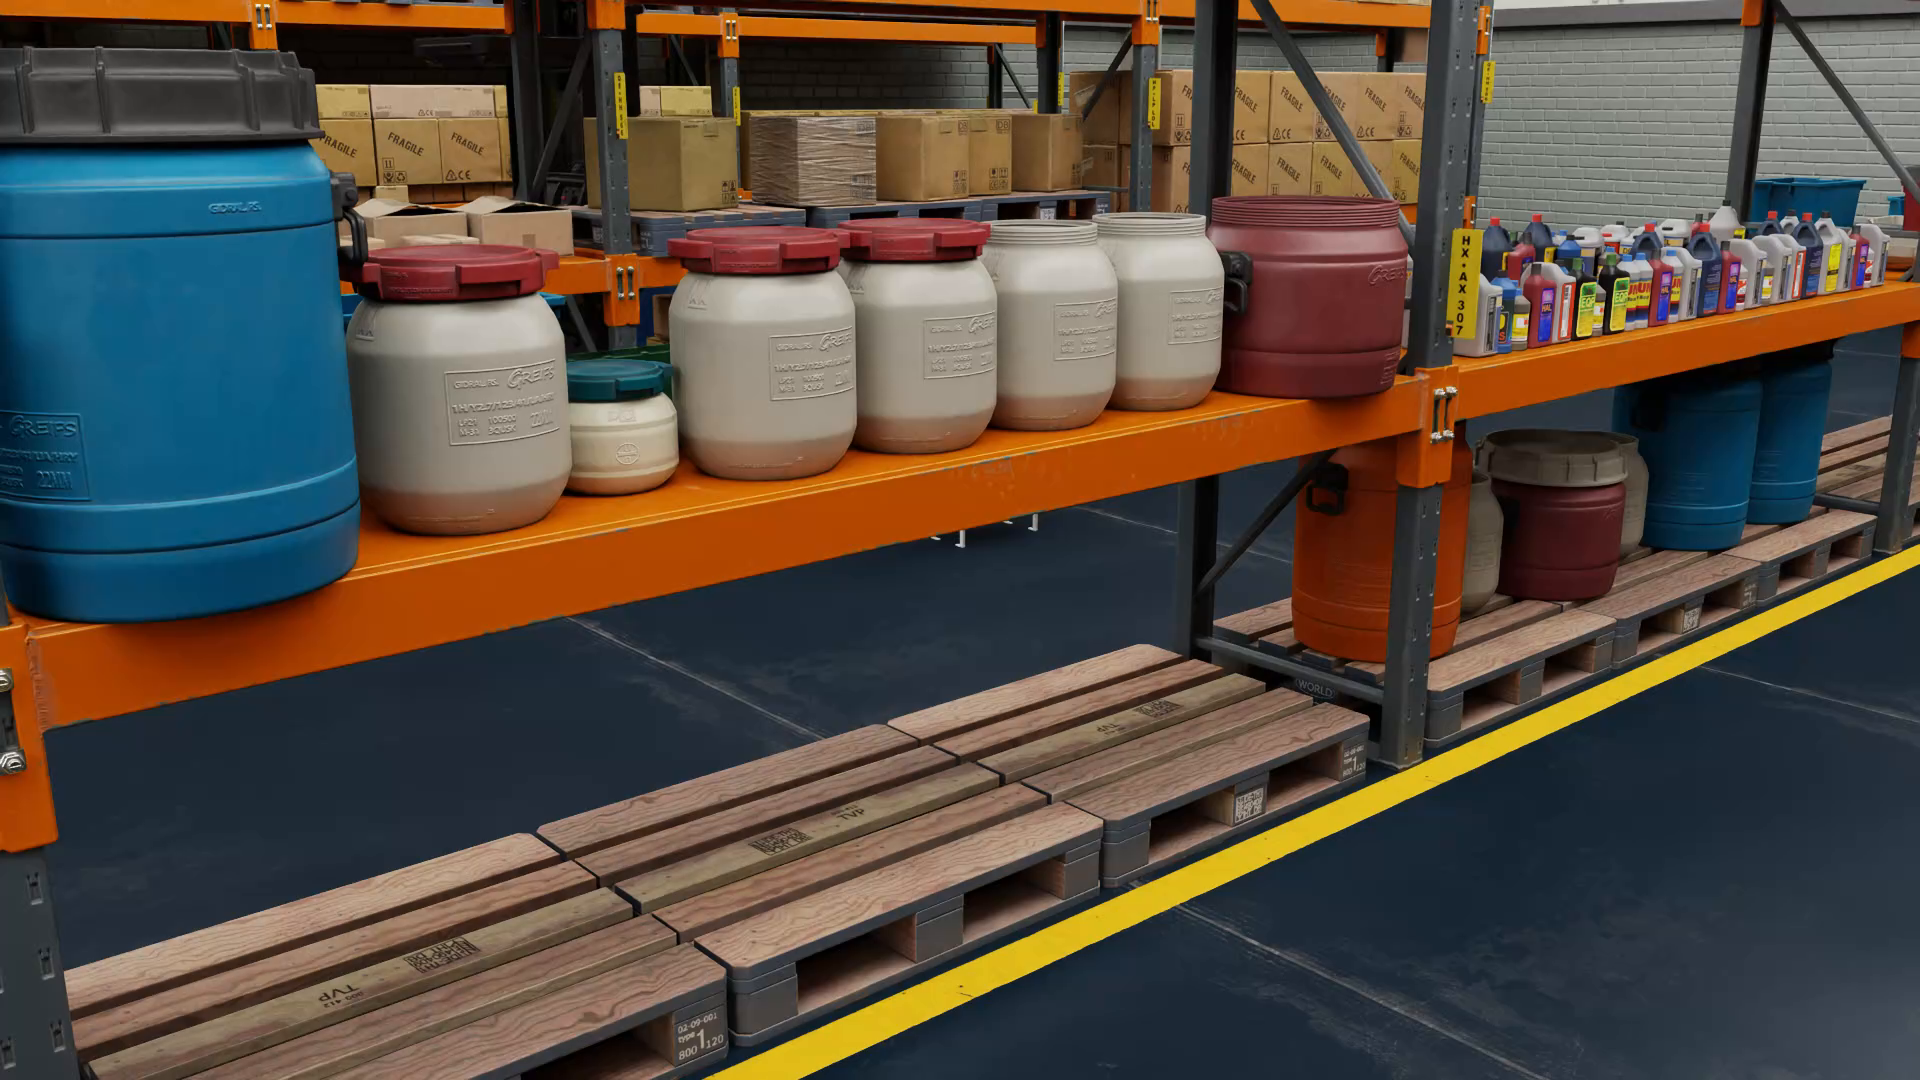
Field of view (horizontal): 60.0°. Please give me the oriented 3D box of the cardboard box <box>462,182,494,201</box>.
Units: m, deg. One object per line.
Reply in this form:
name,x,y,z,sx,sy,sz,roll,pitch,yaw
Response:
cardboard box,-3.999,-2.850,13.555,0.250,0.149,0.380,-12,19,-39

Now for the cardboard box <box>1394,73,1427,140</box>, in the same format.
cardboard box,3.402,-3.436,13.168,0.500,0.500,0.500,-12,19,-38

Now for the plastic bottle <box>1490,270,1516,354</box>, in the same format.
plastic bottle,1.796,-0.761,5.537,0.097,0.271,0.097,0,15,0

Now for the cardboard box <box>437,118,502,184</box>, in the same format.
cardboard box,-4.041,-3.132,13.355,0.500,0.500,0.500,-13,20,-40

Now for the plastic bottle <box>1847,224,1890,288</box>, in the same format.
plastic bottle,4.084,-1.287,7.495,0.135,0.276,0.152,-13,19,-39

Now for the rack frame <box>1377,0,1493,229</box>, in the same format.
rack frame,3.938,-3.119,14.114,0.127,3.000,1.000,-13,19,-39

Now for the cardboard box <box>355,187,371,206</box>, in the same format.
cardboard box,-4.755,-2.667,12.872,0.250,0.149,0.380,-12,19,-39

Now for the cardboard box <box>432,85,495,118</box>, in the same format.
cardboard box,-4.060,-3.495,13.259,0.500,0.250,0.500,-12,19,-39

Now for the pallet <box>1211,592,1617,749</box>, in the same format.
pallet,1.719,0.407,6.318,1.213,0.211,1.003,-13,19,-39

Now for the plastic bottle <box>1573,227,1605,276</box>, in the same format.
plastic bottle,2.697,-1.216,7.230,0.135,0.276,0.152,-13,19,-39

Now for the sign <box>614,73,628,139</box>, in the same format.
sign,-1.730,-2.216,8.489,0.005,0.325,0.100,-13,19,-39

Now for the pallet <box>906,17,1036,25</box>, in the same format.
pallet,0.131,-5.361,16.868,1.213,0.211,1.003,-13,19,-39

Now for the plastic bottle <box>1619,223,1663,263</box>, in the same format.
plastic bottle,2.658,-1.053,6.477,0.185,0.351,0.144,-13,19,-39

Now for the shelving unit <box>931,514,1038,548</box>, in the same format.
shelving unit,0.125,-0.608,8.200,0.503,1.200,0.258,-13,19,-39

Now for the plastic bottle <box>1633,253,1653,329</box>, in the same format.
plastic bottle,2.493,-0.918,6.123,0.097,0.271,0.097,0,15,0

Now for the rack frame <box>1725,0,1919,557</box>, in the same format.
rack frame,4.169,-1.476,7.965,0.127,3.000,1.000,-13,19,-39

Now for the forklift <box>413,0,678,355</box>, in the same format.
forklift,-2.962,-2.323,11.268,3.031,2.935,1.130,-13,20,-40

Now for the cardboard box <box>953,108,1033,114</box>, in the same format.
cardboard box,0.305,-4.139,17.353,0.700,0.700,0.980,-12,19,-37

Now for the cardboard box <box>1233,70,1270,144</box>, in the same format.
cardboard box,1.850,-3.085,11.857,0.500,0.500,0.500,-13,20,-41

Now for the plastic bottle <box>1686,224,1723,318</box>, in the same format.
plastic bottle,2.860,-1.047,6.451,0.185,0.351,0.144,-13,19,-39

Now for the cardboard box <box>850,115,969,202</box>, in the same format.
cardboard box,-0.372,-2.381,10.345,0.700,0.500,0.500,10,18,33

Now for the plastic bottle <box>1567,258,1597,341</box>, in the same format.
plastic bottle,2.171,-0.845,5.827,0.133,0.283,0.061,-13,19,-39

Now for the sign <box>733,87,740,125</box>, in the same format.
sign,-1.970,-3.822,14.657,0.005,0.325,0.100,-13,19,-39

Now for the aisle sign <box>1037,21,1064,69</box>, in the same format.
aisle sign,0.935,-5.292,17.214,0.004,0.787,0.394,-13,19,-39

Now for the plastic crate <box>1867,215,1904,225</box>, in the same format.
plastic crate,5.286,-1.731,9.314,0.466,0.136,0.293,-13,19,-39

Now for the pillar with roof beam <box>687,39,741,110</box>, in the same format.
pillar with roof beam,0.452,-5.752,12.348,0.400,9.000,9.100,-13,19,-39

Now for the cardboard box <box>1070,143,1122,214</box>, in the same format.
cardboard box,1.129,-2.624,12.068,0.500,0.500,0.500,-12,19,-38

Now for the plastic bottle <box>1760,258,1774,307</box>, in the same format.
plastic bottle,3.257,-1.056,6.774,0.097,0.201,0.097,0,15,0

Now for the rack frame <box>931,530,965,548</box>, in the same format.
rack frame,-0.059,-0.566,8.045,0.015,1.200,0.240,-13,19,-39

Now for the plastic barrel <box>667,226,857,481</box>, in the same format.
plastic barrel,-0.447,-0.430,3.786,0.433,0.535,0.433,0,15,0

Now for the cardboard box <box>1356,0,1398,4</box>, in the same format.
cardboard box,2.971,-4.188,12.593,0.500,0.250,0.500,-13,19,-39

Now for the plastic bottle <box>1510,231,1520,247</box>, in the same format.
plastic bottle,2.279,-1.142,6.937,0.133,0.283,0.061,-13,19,-39

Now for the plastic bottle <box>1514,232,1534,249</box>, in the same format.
plastic bottle,2.319,-1.130,6.893,0.133,0.283,0.061,-13,19,-39

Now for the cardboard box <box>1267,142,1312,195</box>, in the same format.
cardboard box,2.247,-2.695,12.332,0.500,0.500,0.500,-13,20,-40

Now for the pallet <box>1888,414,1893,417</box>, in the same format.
pallet,6.539,-0.675,10.367,1.213,0.211,1.003,-13,19,-39

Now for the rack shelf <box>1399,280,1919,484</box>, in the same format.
rack shelf,2.661,-0.790,6.789,4.000,0.370,1.077,-13,19,-39

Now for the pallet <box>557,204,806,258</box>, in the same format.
pallet,-1.632,-1.799,9.546,1.003,0.211,1.213,-13,19,-39

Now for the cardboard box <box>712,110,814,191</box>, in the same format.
cardboard box,-1.914,-3.639,15.479,0.700,0.700,0.980,-12,19,-39

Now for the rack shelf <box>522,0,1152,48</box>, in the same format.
rack shelf,-0.588,-3.204,10.015,4.000,0.370,1.077,-13,19,-39

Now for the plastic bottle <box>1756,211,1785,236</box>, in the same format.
plastic bottle,3.457,-1.230,7.137,0.185,0.351,0.144,-13,19,-39

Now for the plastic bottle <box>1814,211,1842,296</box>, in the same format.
plastic bottle,3.691,-1.233,7.150,0.185,0.351,0.144,-13,19,-39

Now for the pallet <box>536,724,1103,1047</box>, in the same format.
pallet,-0.378,0.878,4.555,1.213,0.211,1.003,-13,19,-39

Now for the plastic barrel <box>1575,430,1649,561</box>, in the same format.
plastic barrel,2.729,-0.190,7.157,0.421,0.512,0.421,0,15,0

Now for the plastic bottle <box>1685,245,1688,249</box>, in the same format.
plastic bottle,3.390,-1.293,7.663,0.097,0.201,0.097,0,15,0

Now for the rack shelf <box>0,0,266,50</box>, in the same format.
rack shelf,-6.860,-3.490,11.086,4.000,0.370,1.077,-13,19,-39

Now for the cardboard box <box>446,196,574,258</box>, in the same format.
cardboard box,-2.400,-1.668,8.853,0.500,0.311,0.500,-11,19,-36

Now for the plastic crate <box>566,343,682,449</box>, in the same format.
plastic crate,-0.737,-0.369,4.229,0.662,0.188,0.450,-13,19,-39

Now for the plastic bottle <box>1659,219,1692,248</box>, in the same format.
plastic bottle,3.294,-1.350,7.733,0.135,0.276,0.152,-13,19,-39

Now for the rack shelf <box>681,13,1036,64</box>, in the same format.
rack shelf,-0.825,-4.846,16.159,4.000,0.370,1.077,-13,19,-39

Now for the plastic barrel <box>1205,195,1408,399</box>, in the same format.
plastic barrel,1.001,-0.727,4.895,0.708,0.536,0.600,-13,19,-39
